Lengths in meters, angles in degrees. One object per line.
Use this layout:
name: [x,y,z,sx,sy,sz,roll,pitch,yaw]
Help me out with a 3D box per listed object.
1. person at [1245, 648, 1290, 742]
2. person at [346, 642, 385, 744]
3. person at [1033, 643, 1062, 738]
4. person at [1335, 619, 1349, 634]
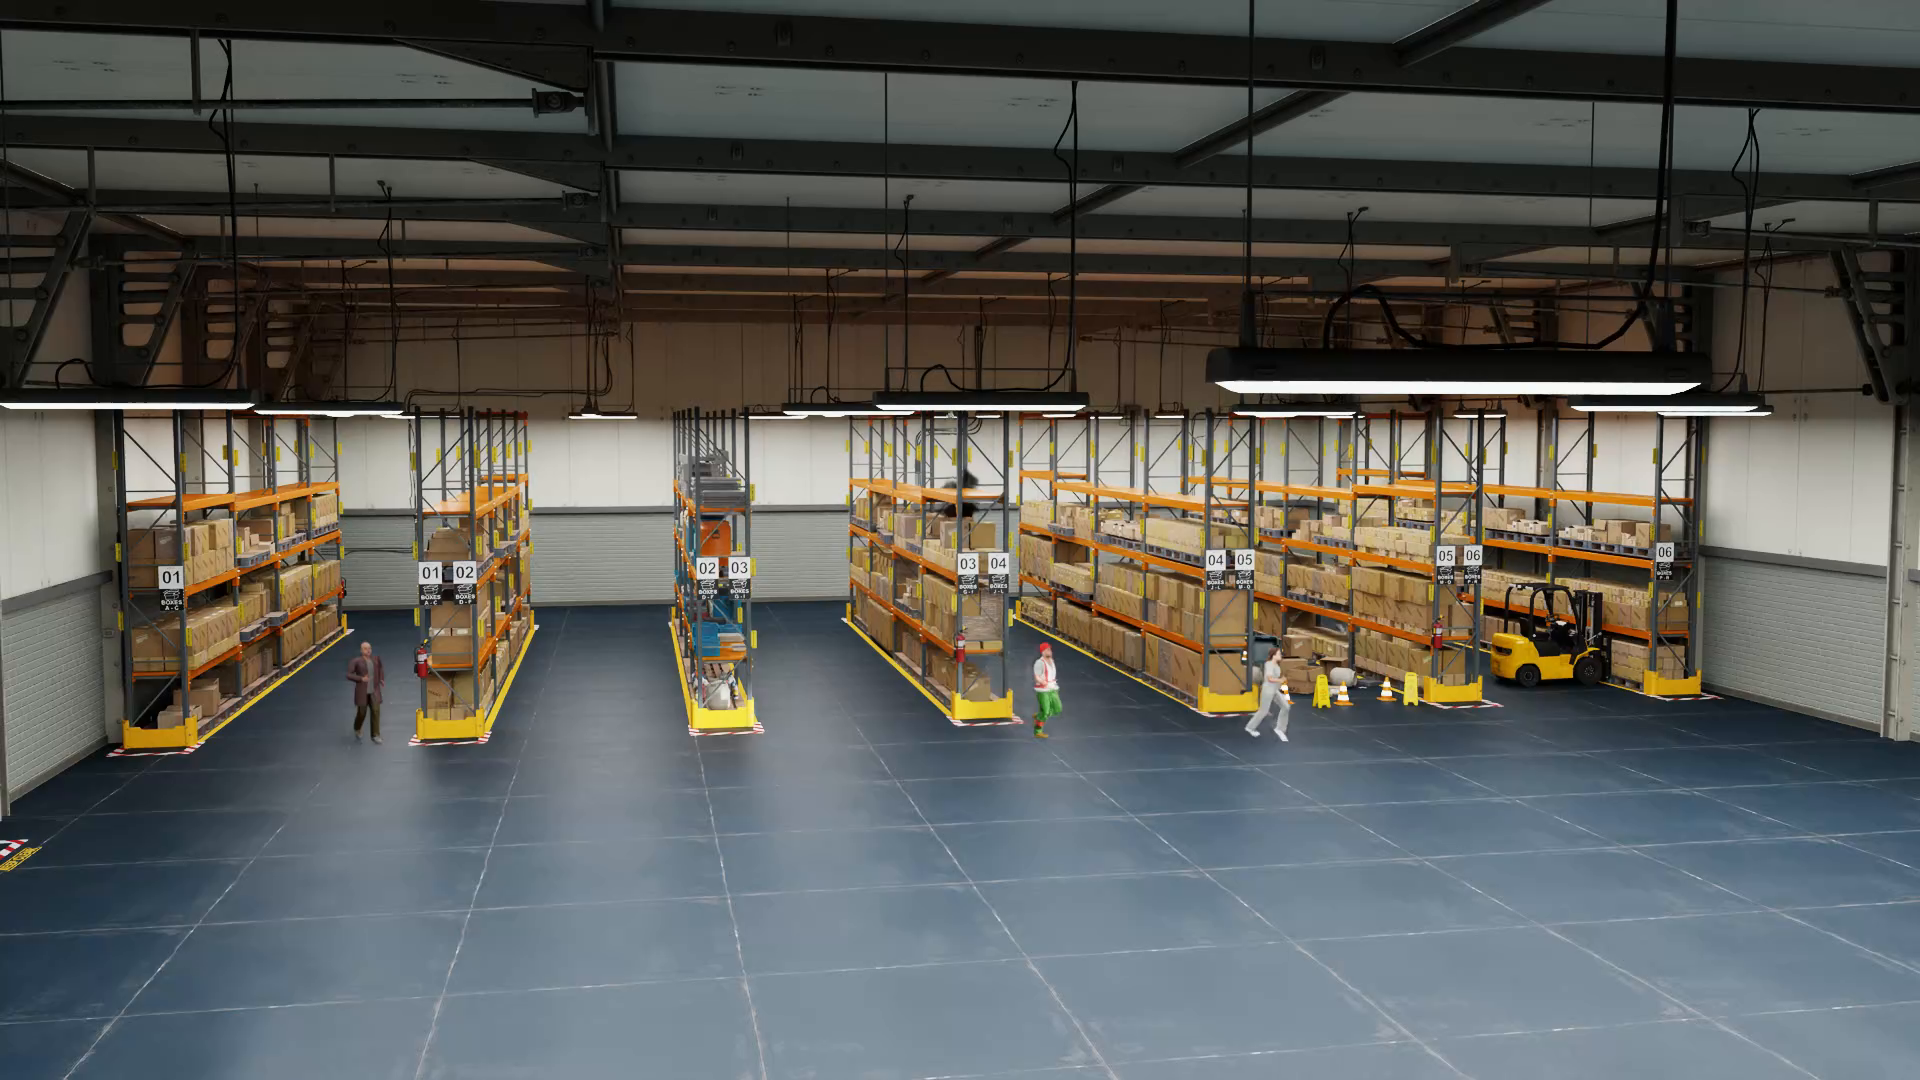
person: [5.540,2.768,29.927,0.836,1.700,0.586,2,5,28]
person: [-10.560,2.709,29.620,0.725,1.780,0.882,-3,5,-40]
person: [1.581,2.719,30.040,0.660,1.744,0.684,3,5,37]
person: [9.862,1.824,42.605,0.651,1.733,0.605,-1,4,-13]
